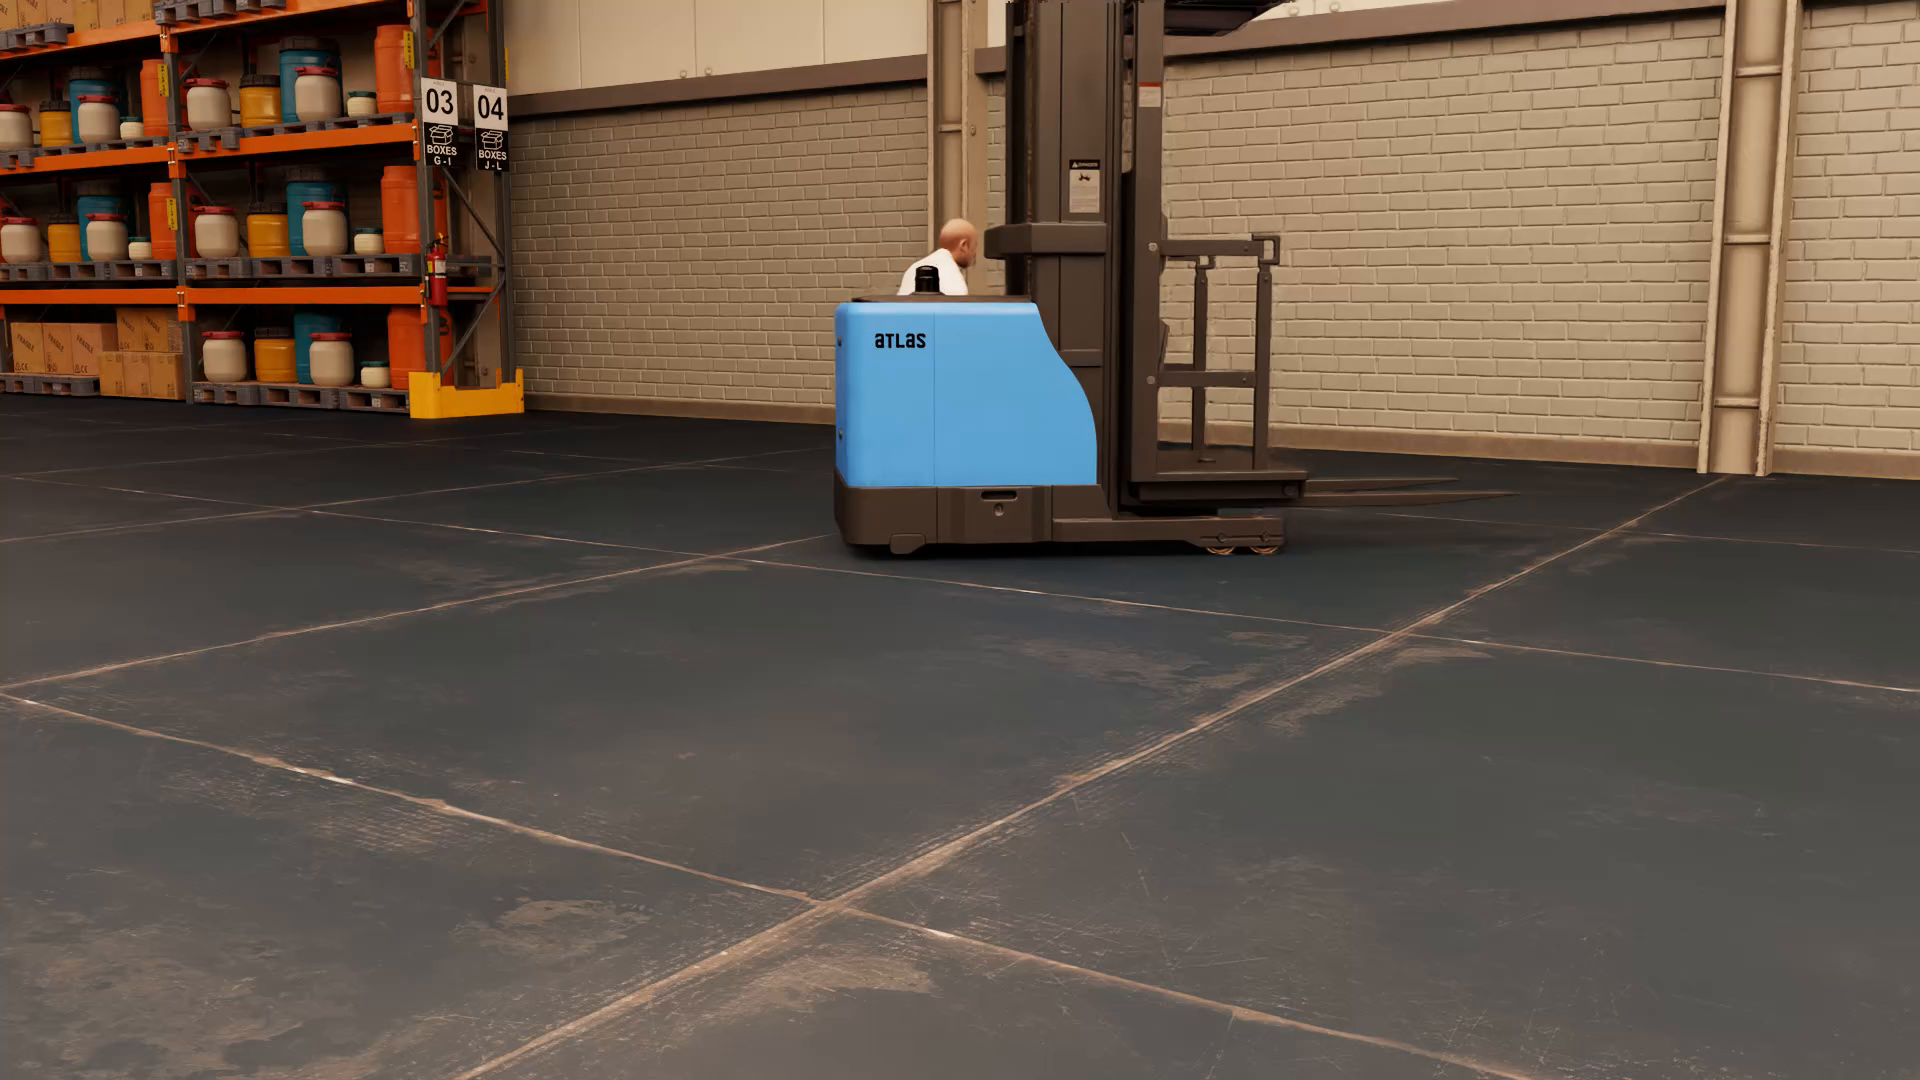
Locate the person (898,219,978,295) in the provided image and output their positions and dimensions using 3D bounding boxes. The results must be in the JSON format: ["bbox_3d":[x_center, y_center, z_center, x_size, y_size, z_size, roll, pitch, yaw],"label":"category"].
[{"bbox_3d":[0.069,-0.942,8.887,0.938,1.533,1.124,-5,10,-33],"label":"person"}]

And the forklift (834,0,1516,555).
[{"bbox_3d":[0.962,-1.458,7.444,3.031,2.935,1.130,-1,8,-7],"label":"forklift"}]
